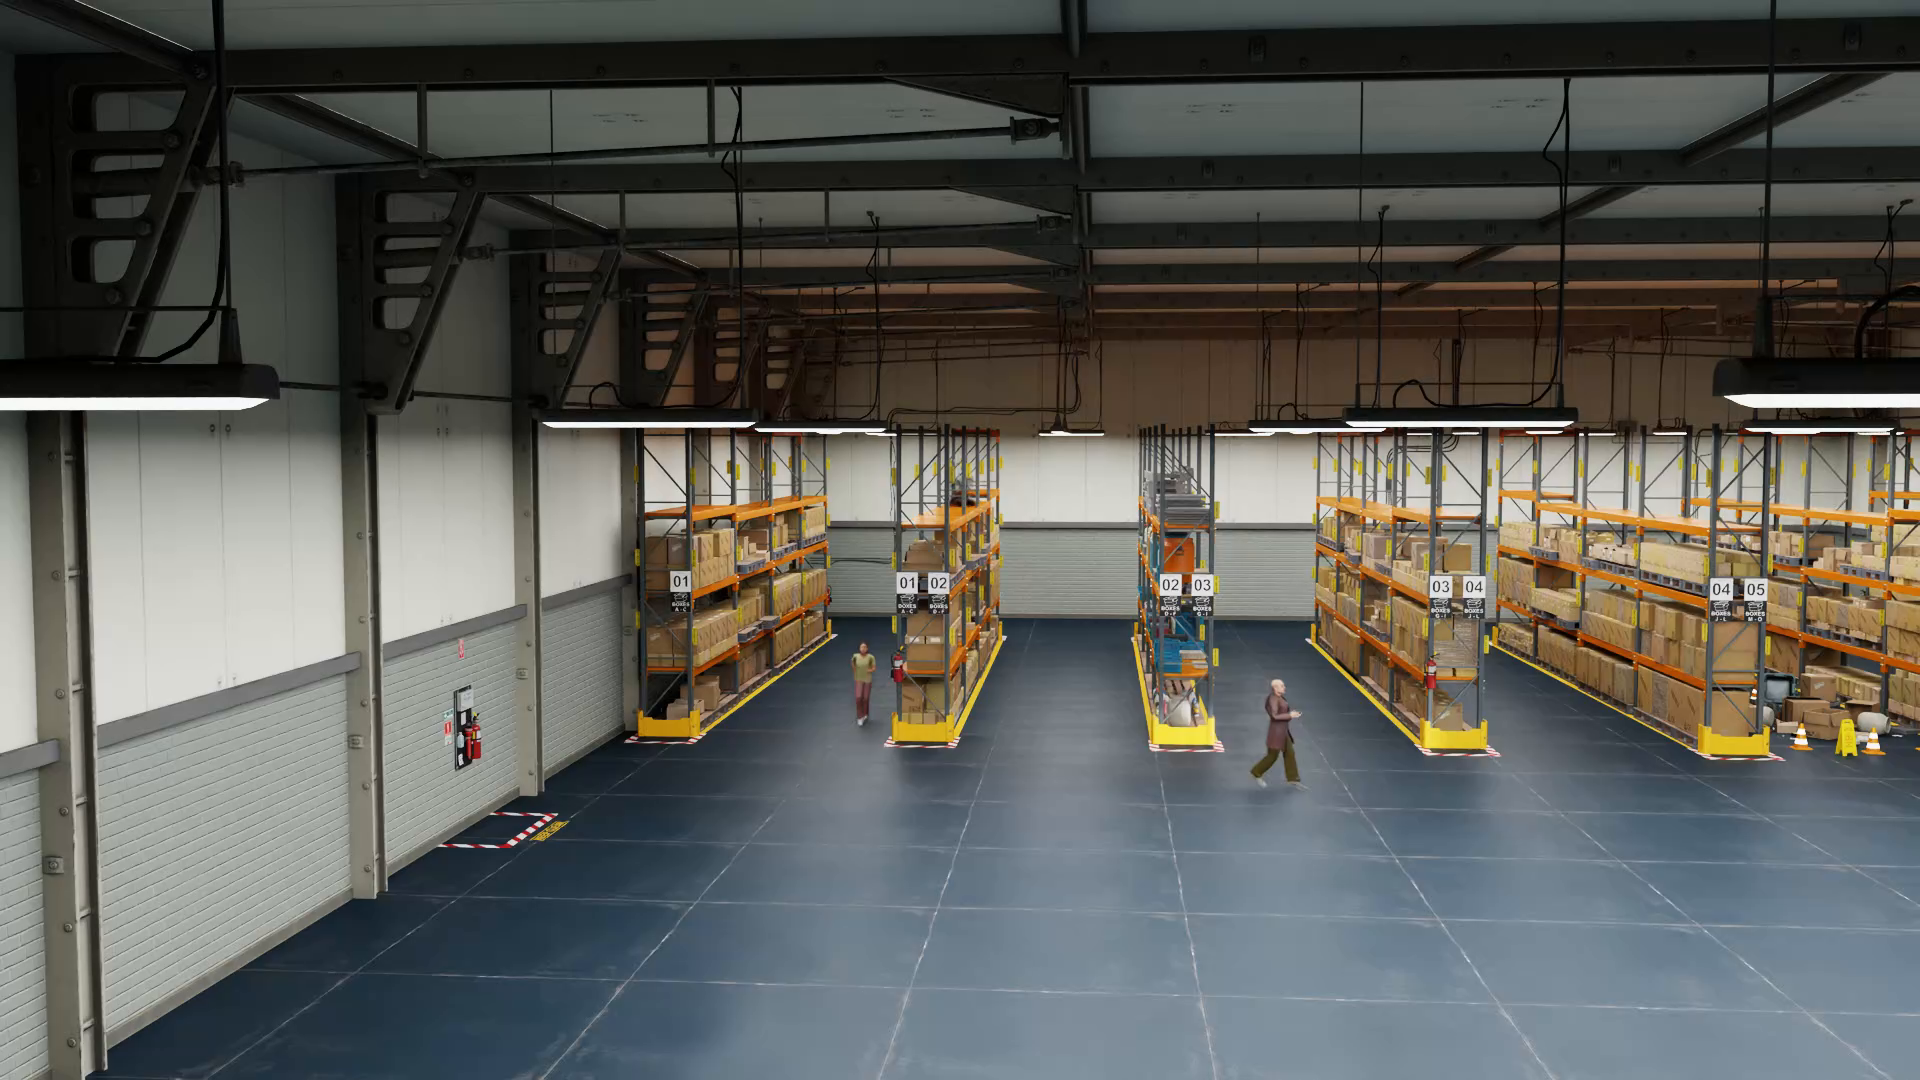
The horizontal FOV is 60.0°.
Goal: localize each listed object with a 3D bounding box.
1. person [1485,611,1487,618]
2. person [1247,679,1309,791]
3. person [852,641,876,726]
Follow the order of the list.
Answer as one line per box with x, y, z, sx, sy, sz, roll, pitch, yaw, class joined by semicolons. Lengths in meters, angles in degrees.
13.395;2.242;43.376;0.662;1.721;0.880;1;4;9;person
5.160;3.161;26.991;0.981;1.804;0.698;2;4;25;person
-1.928;2.869;33.419;0.493;1.700;0.799;0;3;-5;person
